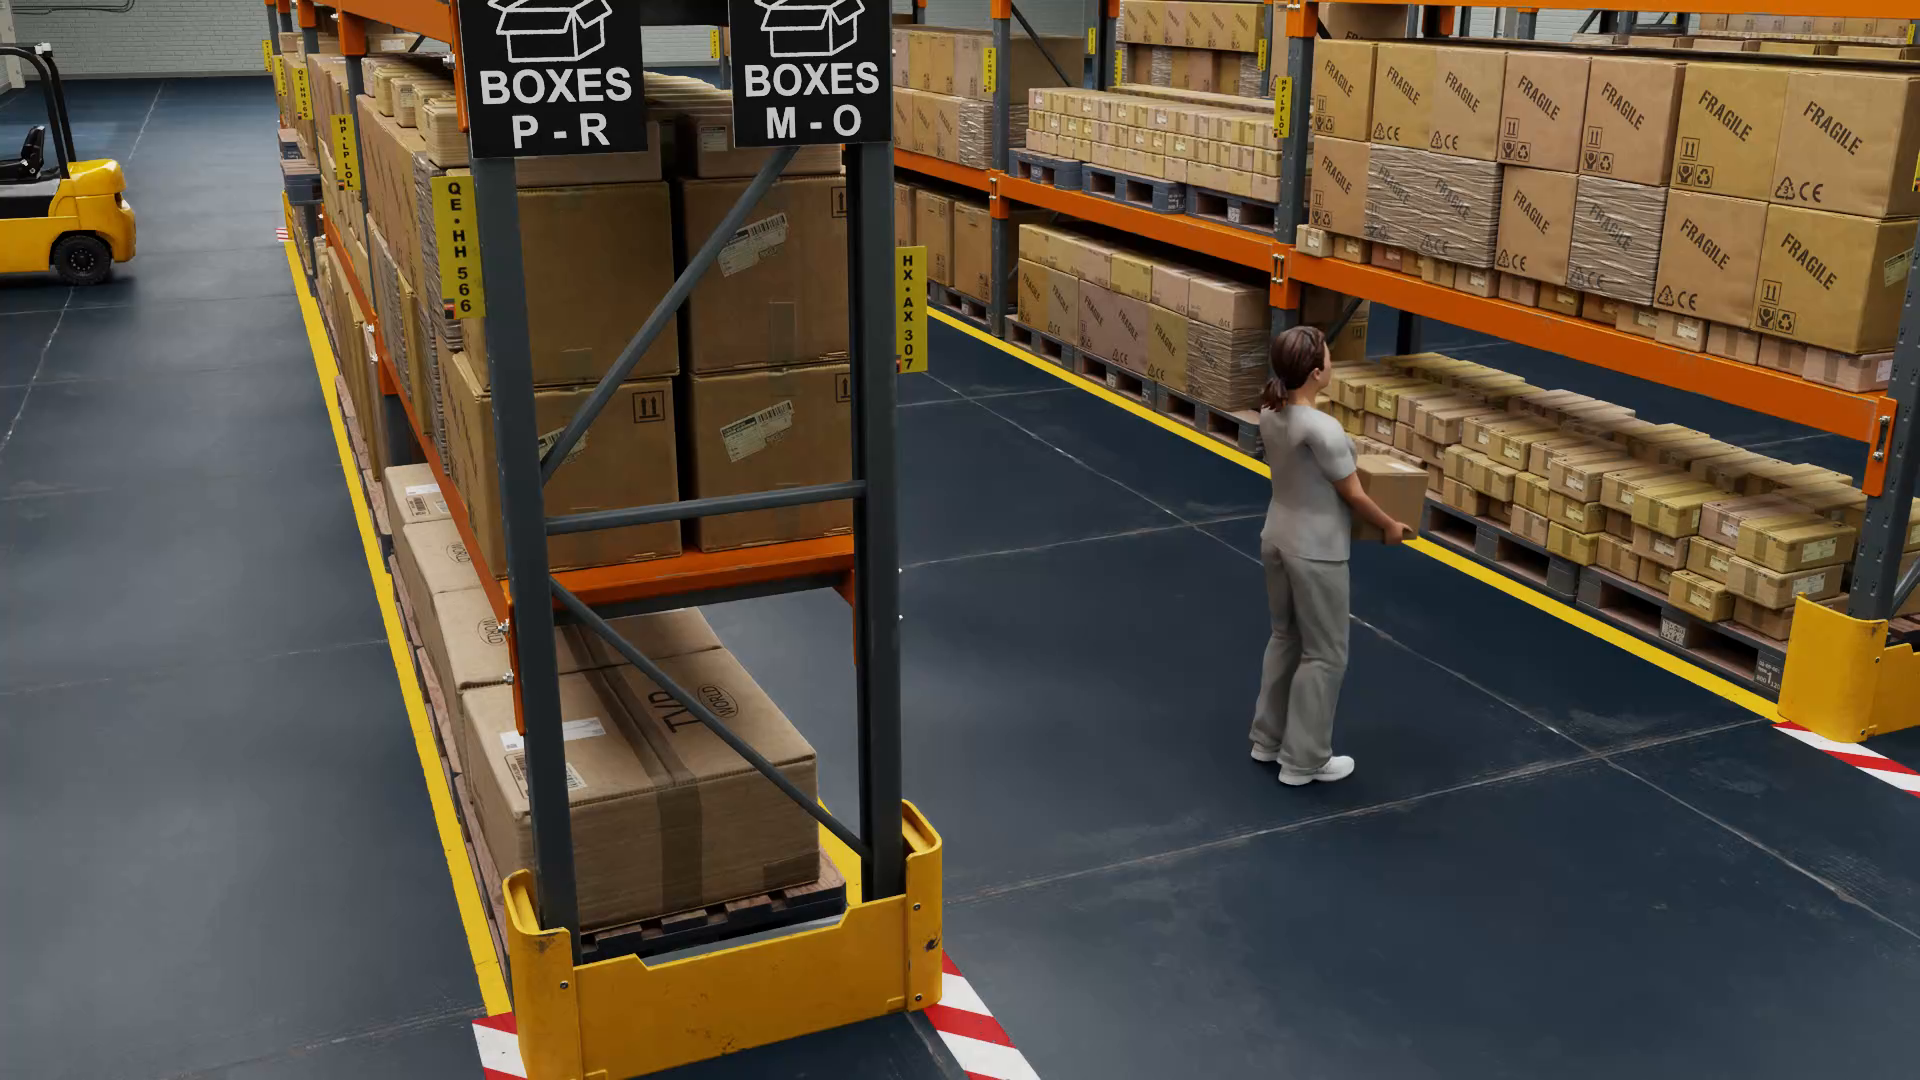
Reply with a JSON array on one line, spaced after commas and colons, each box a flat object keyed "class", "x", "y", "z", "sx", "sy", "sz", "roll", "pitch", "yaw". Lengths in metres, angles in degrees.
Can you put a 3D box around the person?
[{"class": "person", "x": 1.299, "y": 0.046, "z": 5.951, "sx": 0.550, "sy": 1.662, "sz": 0.437, "roll": -8, "pitch": 20, "yaw": -21}]
